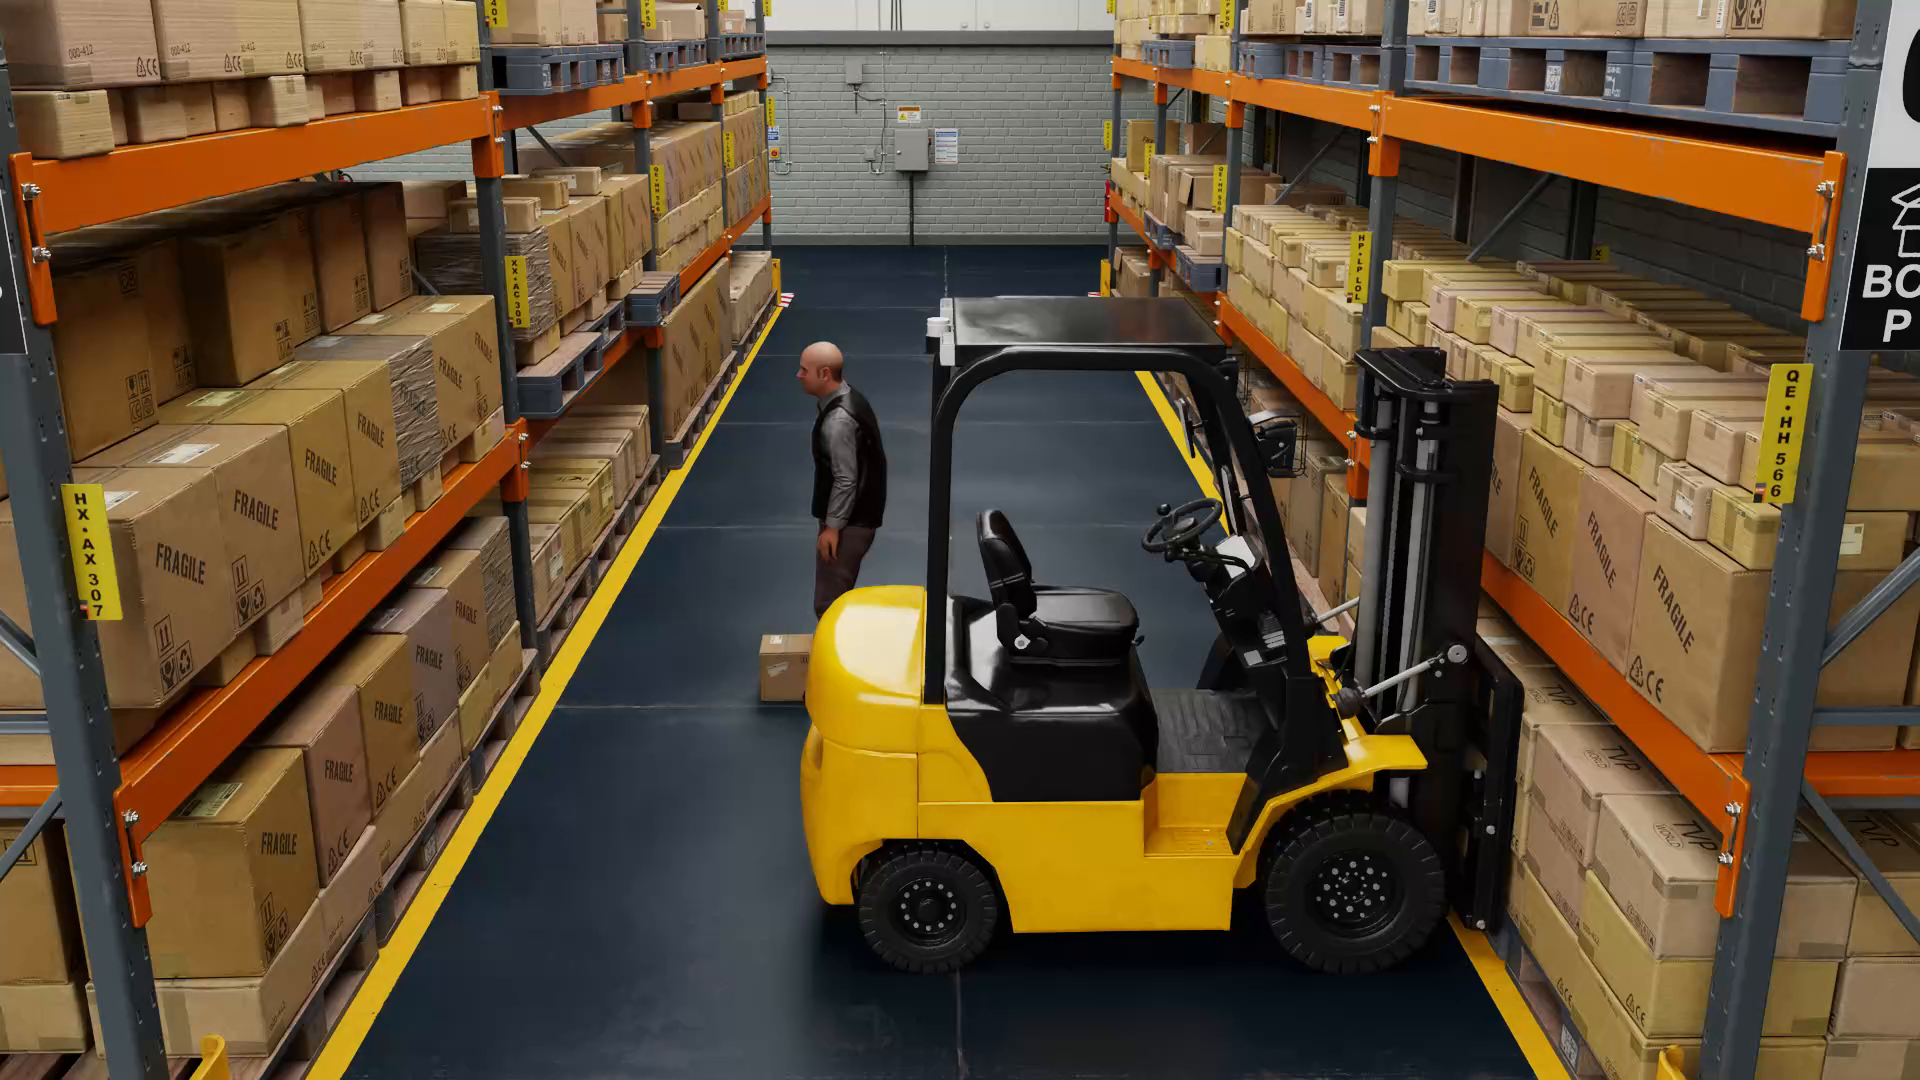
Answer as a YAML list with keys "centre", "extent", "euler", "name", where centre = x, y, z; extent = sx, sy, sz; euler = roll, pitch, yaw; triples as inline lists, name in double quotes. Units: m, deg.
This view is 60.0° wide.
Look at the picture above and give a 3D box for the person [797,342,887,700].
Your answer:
- centre: [-0.553, -0.090, 7.880]
  extent: [0.417, 1.720, 0.579]
  euler: [-1, 17, -2]
  name: "person"
